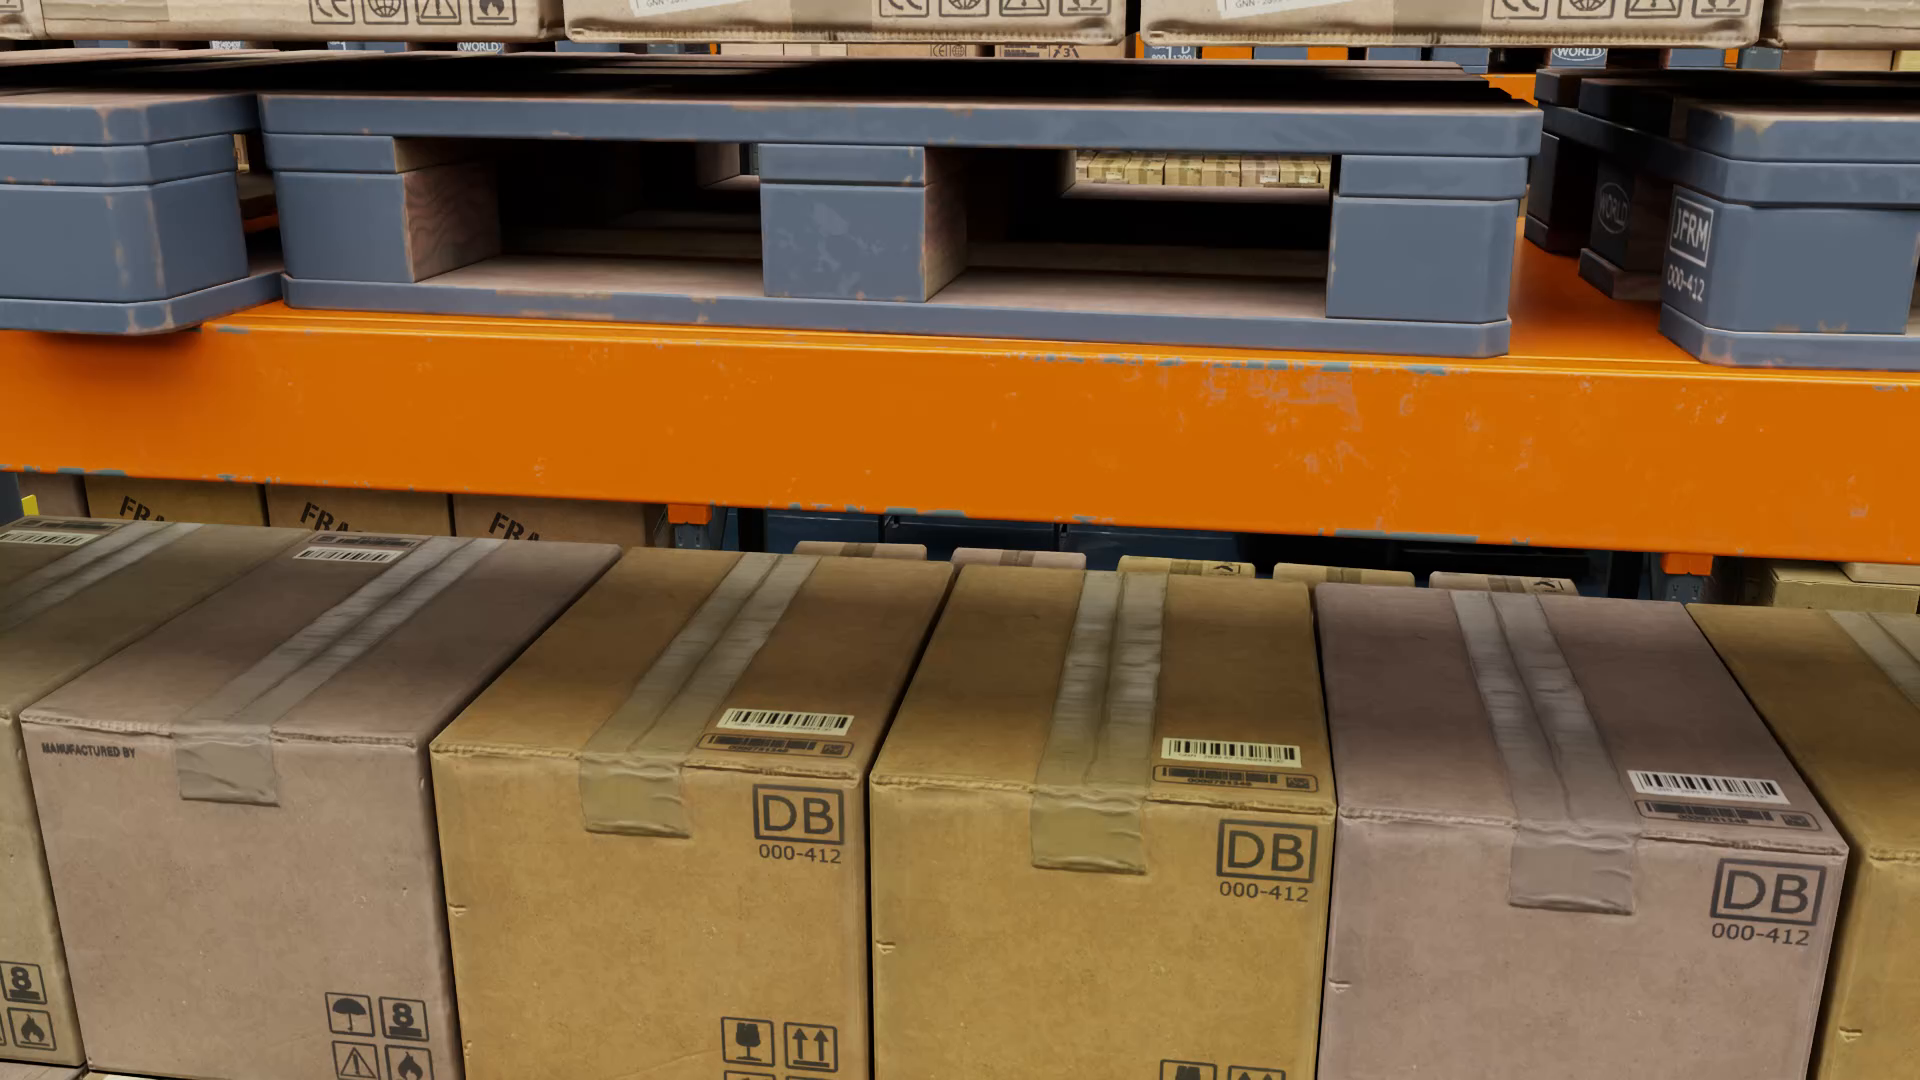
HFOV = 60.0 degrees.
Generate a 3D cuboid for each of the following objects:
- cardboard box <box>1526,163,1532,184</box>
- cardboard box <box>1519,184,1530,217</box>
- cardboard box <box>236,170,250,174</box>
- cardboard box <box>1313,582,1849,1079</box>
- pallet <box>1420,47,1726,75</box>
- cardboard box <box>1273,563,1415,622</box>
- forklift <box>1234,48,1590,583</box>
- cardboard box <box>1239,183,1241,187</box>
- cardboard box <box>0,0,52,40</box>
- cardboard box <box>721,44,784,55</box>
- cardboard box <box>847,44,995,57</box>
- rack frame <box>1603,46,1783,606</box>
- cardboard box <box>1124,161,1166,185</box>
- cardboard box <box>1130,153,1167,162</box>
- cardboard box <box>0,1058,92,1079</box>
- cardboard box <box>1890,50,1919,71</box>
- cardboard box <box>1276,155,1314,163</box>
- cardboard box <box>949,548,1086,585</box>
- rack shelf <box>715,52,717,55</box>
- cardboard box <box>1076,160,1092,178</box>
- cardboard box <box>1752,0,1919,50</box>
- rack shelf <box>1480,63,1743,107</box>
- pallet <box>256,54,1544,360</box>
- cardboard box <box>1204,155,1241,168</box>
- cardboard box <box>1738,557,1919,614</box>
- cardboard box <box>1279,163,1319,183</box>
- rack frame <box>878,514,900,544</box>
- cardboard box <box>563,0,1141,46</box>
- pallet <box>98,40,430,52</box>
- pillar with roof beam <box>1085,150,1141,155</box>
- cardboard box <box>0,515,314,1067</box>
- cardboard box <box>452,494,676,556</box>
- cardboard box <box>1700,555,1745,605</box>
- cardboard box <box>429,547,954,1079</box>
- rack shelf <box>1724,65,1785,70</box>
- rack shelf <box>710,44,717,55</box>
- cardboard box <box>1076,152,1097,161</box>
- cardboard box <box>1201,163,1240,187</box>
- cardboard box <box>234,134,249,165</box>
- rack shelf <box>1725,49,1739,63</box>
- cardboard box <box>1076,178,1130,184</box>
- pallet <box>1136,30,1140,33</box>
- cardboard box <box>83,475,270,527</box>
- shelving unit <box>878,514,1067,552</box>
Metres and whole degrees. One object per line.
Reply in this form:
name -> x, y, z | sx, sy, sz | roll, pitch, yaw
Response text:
cardboard box -> 4.023, -2.518, 11.420 | 0.250, 0.149, 0.380 | 3, 19, 8
cardboard box -> 2.473, -1.373, 6.868 | 0.250, 0.149, 0.380 | 3, 19, 8
cardboard box -> -3.013, -1.447, 7.666 | 0.500, 0.500, 0.500 | 3, 19, 10
cardboard box -> 0.698, 0.417, 2.096 | 0.500, 0.500, 0.700 | 3, 19, 9
pallet -> 2.289, -1.941, 6.445 | 1.003, 0.211, 1.213 | 3, 19, 9
cardboard box -> 1.653, 0.443, 7.231 | 0.625, 0.372, 0.950 | 4, 19, 12
forklift -> 3.110, -1.333, 9.167 | 3.031, 2.935, 1.130 | 1, 19, 4
cardboard box -> 2.127, -2.260, 11.279 | 0.500, 0.250, 0.500 | 3, 19, 10
cardboard box -> -1.074, -0.710, 1.792 | 0.500, 0.311, 0.500 | 3, 19, 9
cardboard box -> -0.784, -1.979, 6.658 | 0.250, 0.149, 0.380 | 3, 19, 9
cardboard box -> -0.134, -2.164, 6.657 | 0.500, 0.500, 0.700 | 3, 19, 9
rack frame -> 2.881, -0.543, 6.699 | 0.127, 3.000, 1.000 | 3, 19, 9
cardboard box -> 1.260, -2.485, 11.322 | 0.250, 0.149, 0.380 | 3, 19, 10
cardboard box -> 1.350, -2.677, 11.897 | 0.250, 0.149, 0.380 | 3, 19, 8
cardboard box -> -1.353, 0.871, 2.314 | 0.500, 0.500, 0.500 | 3, 19, 9
cardboard box -> 3.400, -1.722, 5.892 | 0.250, 0.149, 0.380 | 3, 19, 9
cardboard box -> 2.352, -2.608, 11.690 | 0.250, 0.149, 0.380 | 3, 19, 9
cardboard box -> 0.218, 0.369, 7.453 | 0.625, 0.372, 0.950 | 3, 19, 8
rack shelf -> -3.043, -1.926, 7.240 | 4.000, 0.370, 1.077 | 3, 19, 9
cardboard box -> 0.765, -2.519, 11.425 | 0.250, 0.149, 0.380 | 3, 19, 9
cardboard box -> 0.942, -0.578, 1.494 | 0.500, 0.250, 0.500 | 3, 19, 8
rack shelf -> 0.907, -1.725, 6.638 | 4.000, 0.370, 1.077 | 3, 19, 9
pallet -> -0.005, -0.450, 1.992 | 1.213, 0.211, 1.003 | 4, 19, 11
cardboard box -> 1.854, -2.630, 11.755 | 0.250, 0.149, 0.380 | 3, 19, 9
cardboard box -> 3.421, 0.320, 6.608 | 0.500, 0.500, 0.500 | 4, 19, 11
cardboard box -> 2.272, -2.442, 11.193 | 0.250, 0.149, 0.380 | 2, 19, 7
rack frame -> -0.418, -0.733, 9.629 | 0.032, 1.500, 0.500 | 3, 19, 9
cardboard box -> -0.072, -0.659, 1.639 | 0.500, 0.311, 0.500 | 3, 19, 8
pallet -> -2.817, -2.149, 7.067 | 1.213, 0.211, 1.003 | 4, 19, 11
pillar with roof beam -> 0.463, -4.013, 7.614 | 0.400, 9.000, 9.100 | 3, 19, 9
cardboard box -> -1.312, 0.316, 2.399 | 0.500, 0.500, 0.700 | 3, 19, 8
cardboard box -> -1.737, 0.003, 7.753 | 0.875, 0.875, 0.875 | 3, 19, 8
cardboard box -> 3.508, 0.152, 7.112 | 0.500, 0.500, 0.500 | 3, 19, 8
cardboard box -> -0.305, 0.366, 2.249 | 0.500, 0.500, 0.700 | 3, 19, 8
rack shelf -> 4.856, -1.524, 6.036 | 4.000, 0.370, 1.077 | 3, 19, 9
rack shelf -> -2.259, -3.482, 11.888 | 4.000, 0.370, 1.077 | 3, 19, 9
cardboard box -> 0.844, -2.701, 11.968 | 0.250, 0.149, 0.380 | 3, 19, 8
cardboard box -> 1.752, -2.445, 11.204 | 0.250, 0.149, 0.380 | 2, 19, 7
cardboard box -> -5.662, -3.085, 12.881 | 0.500, 0.500, 0.500 | 2, 19, 7
rack shelf -> 5.640, -3.079, 10.685 | 4.000, 0.370, 1.077 | 3, 19, 9
cardboard box -> 0.592, -1.446, 7.086 | 0.250, 0.149, 0.380 | 2, 19, 6
pallet -> 1.504, -3.571, 11.319 | 1.213, 0.211, 1.003 | 4, 19, 11
cardboard box -> -3.499, -0.088, 8.026 | 0.875, 0.875, 0.875 | 3, 19, 10
shelving unit -> 0.084, -0.707, 9.552 | 1.048, 1.500, 0.538 | 3, 19, 9
